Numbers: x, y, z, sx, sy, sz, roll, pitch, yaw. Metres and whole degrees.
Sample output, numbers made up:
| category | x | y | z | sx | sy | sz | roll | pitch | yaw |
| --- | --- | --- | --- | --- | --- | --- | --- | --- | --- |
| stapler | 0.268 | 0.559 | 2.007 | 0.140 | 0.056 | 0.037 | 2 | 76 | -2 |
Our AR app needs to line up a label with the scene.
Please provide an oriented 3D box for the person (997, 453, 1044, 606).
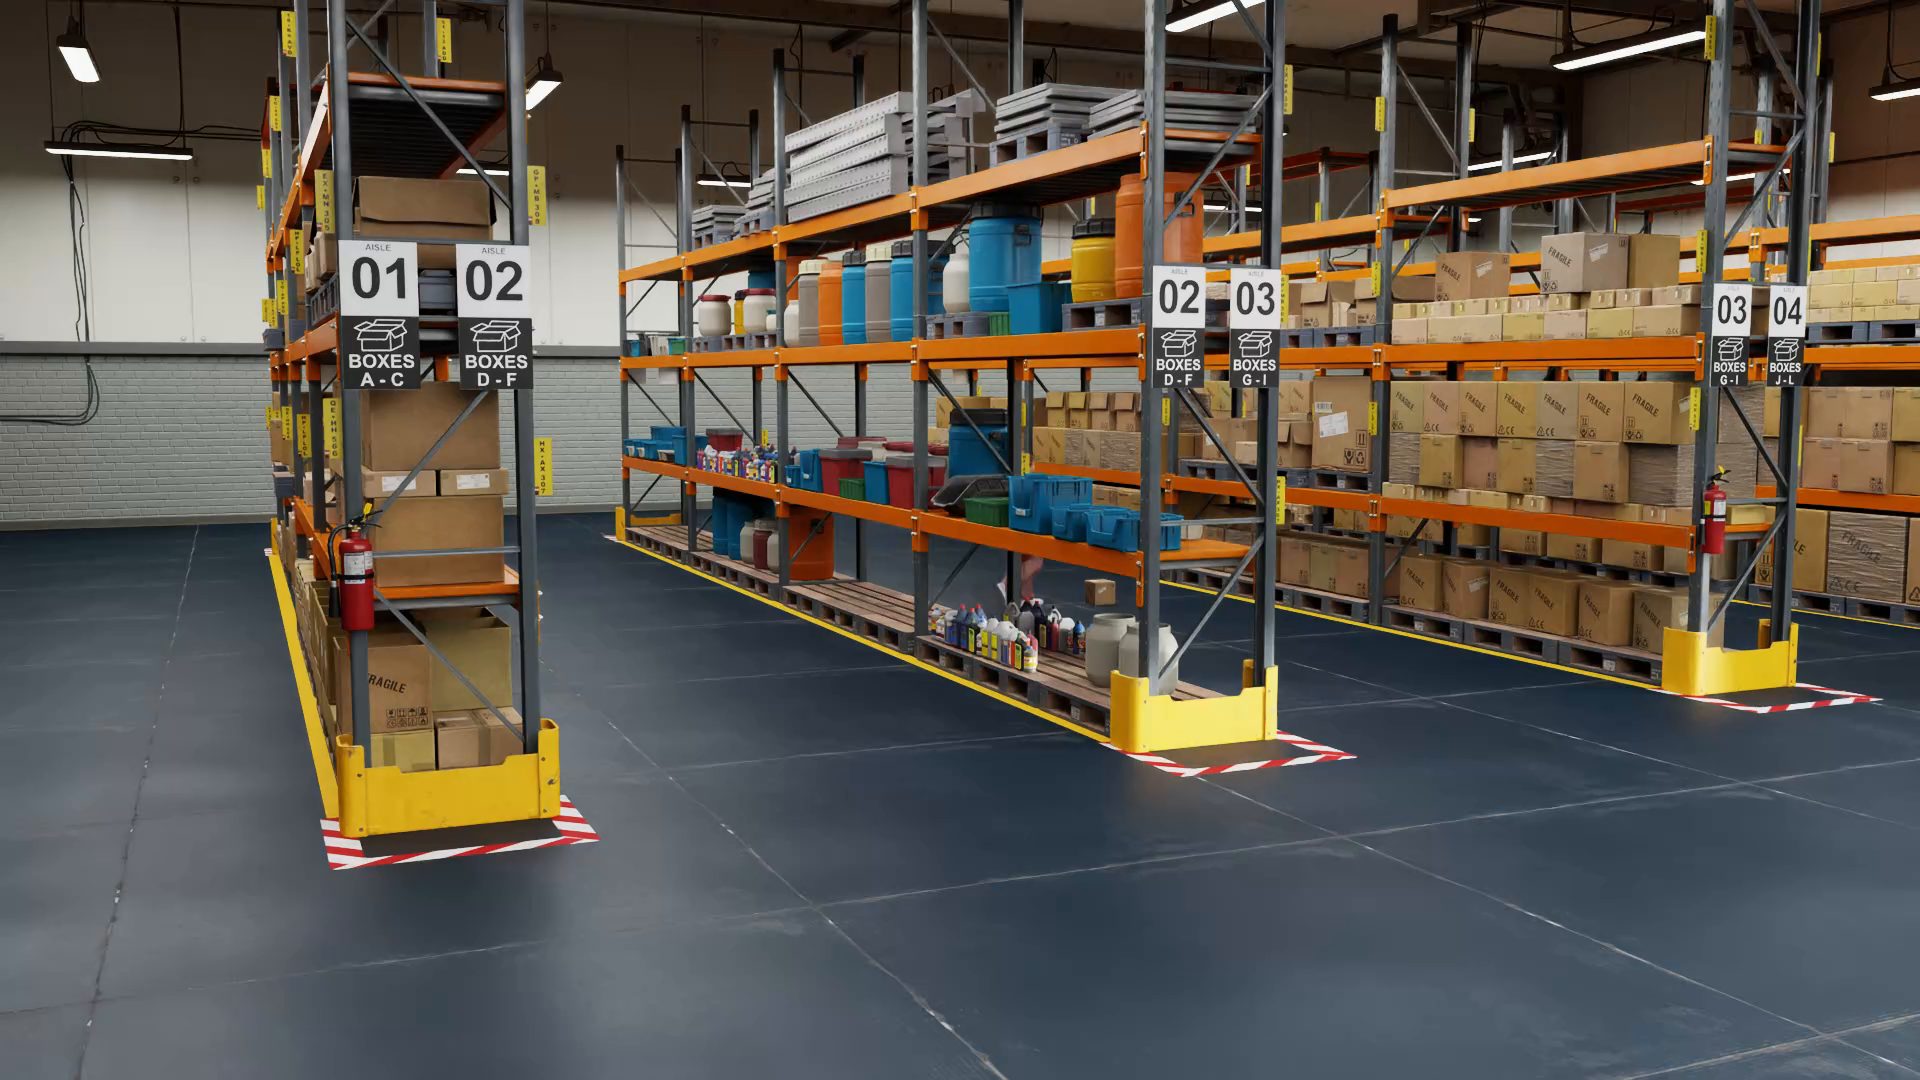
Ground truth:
| category | x | y | z | sx | sy | sz | roll | pitch | yaw |
| --- | --- | --- | --- | --- | --- | --- | --- | --- | --- |
| person | 0.656 | -0.099 | 17.881 | 0.614 | 1.670 | 0.526 | -2 | 6 | -18 |
